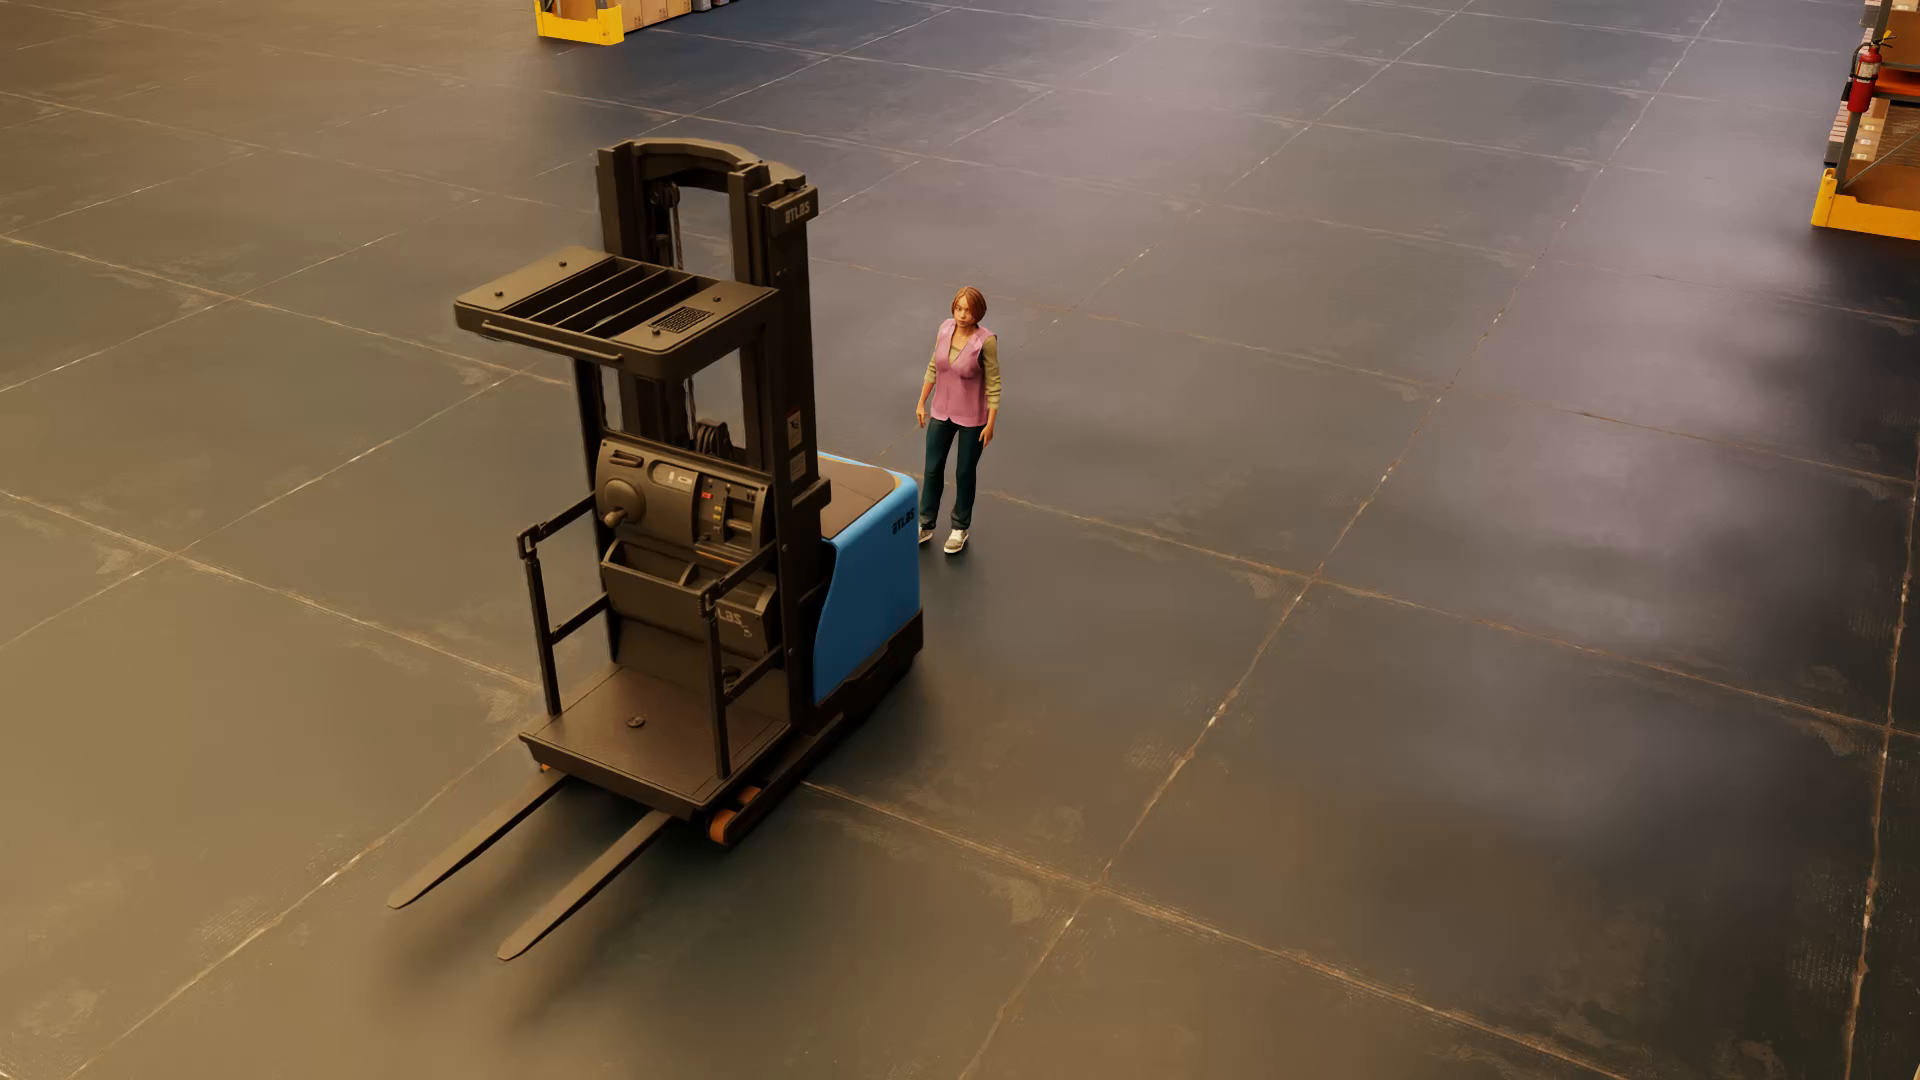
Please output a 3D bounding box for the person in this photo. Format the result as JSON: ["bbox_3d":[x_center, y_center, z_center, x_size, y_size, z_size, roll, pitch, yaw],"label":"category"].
[{"bbox_3d":[-0.048,-0.668,9.549,0.521,1.599,0.473,15,33,25],"label":"person"}]

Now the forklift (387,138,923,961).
[{"bbox_3d":[-1.358,-0.136,7.306,1.130,2.935,3.031,16,34,25],"label":"forklift"}]
